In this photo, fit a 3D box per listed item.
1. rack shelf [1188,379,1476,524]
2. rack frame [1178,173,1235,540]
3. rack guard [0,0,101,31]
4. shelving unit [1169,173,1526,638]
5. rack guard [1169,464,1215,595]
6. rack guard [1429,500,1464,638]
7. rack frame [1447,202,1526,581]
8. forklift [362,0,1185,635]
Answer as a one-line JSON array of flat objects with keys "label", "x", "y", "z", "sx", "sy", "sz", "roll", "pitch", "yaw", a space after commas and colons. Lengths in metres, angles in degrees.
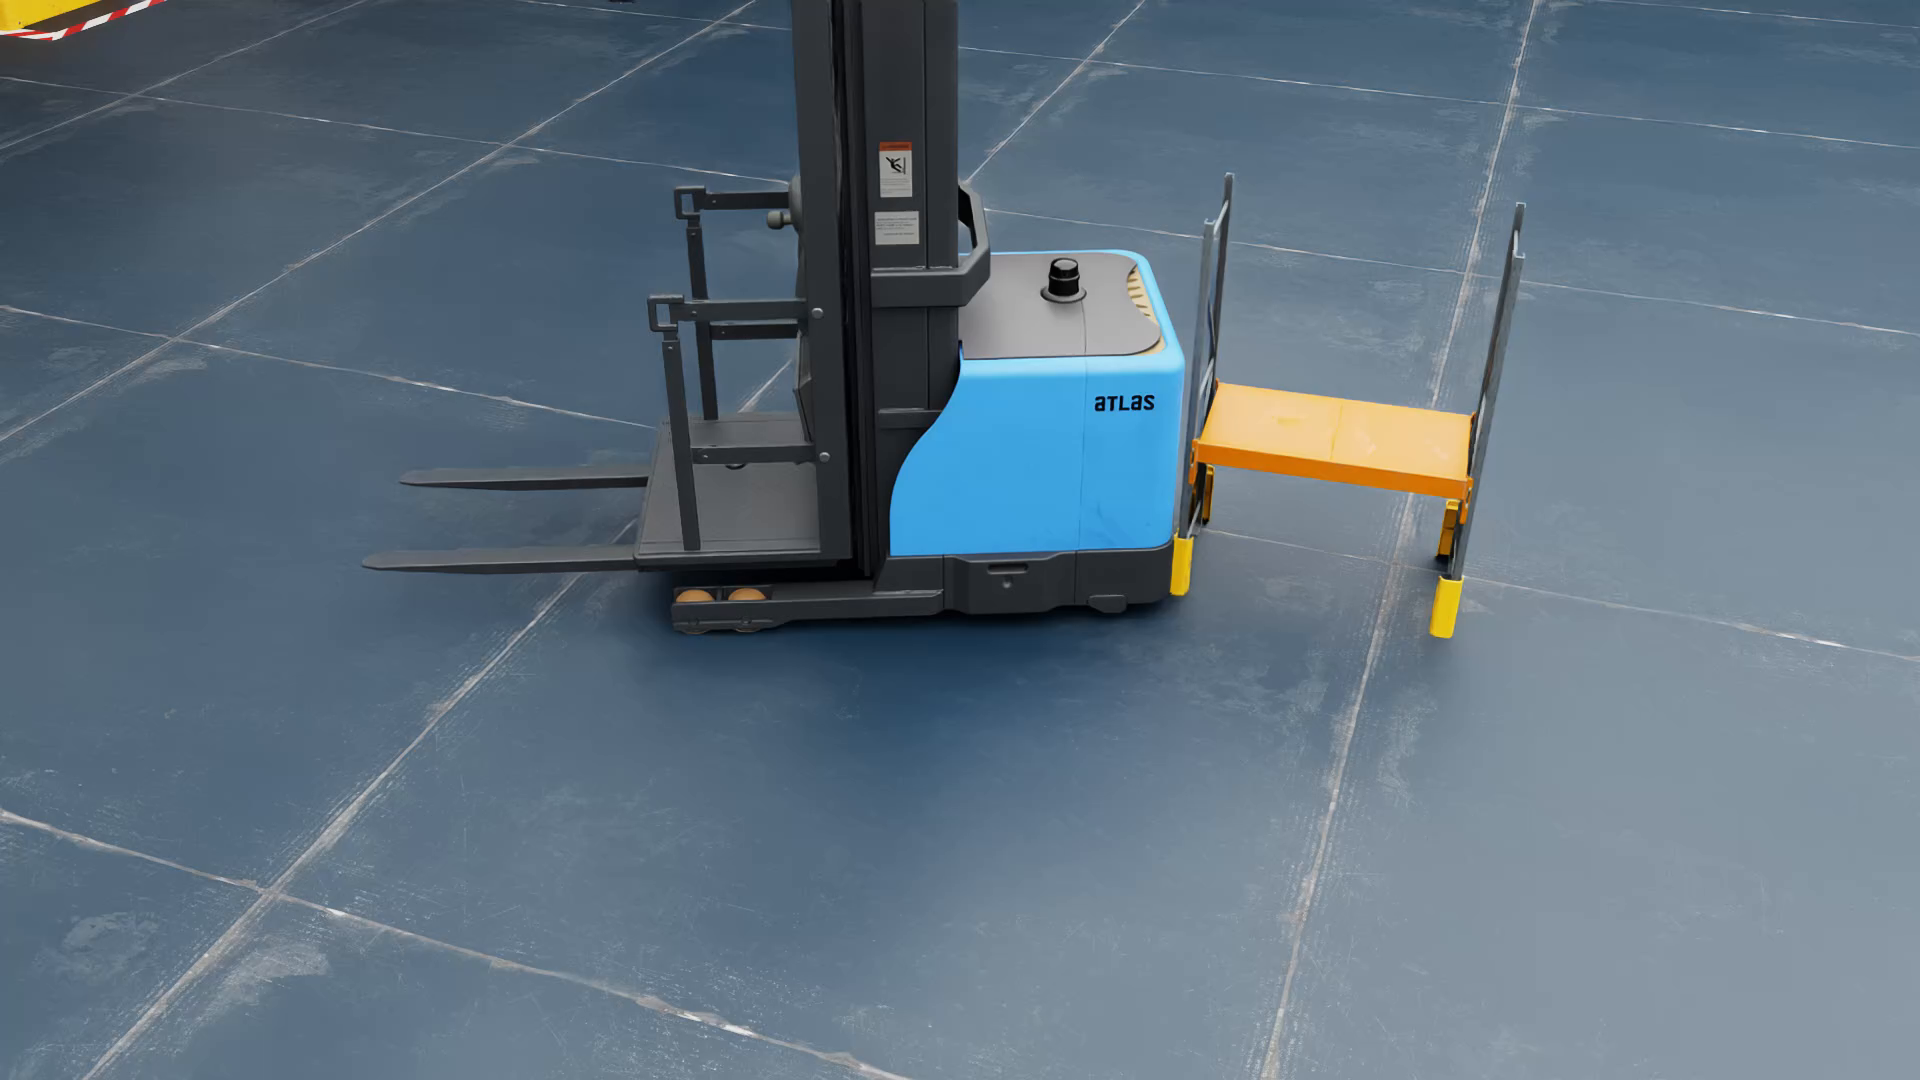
[{"label": "rack shelf", "x": 1.403, "y": -0.345, "z": 6.234, "sx": 1.000, "sy": 0.185, "sz": 0.538, "roll": 9, "pitch": 34, "yaw": 14}, {"label": "rack frame", "x": 0.915, "y": -0.574, "z": 6.257, "sx": 0.032, "sy": 1.500, "sz": 0.500, "roll": 9, "pitch": 34, "yaw": 14}, {"label": "rack guard", "x": -7.280, "y": -4.459, "z": 13.195, "sx": 0.348, "sy": 0.500, "sz": 1.175, "roll": 11, "pitch": 34, "yaw": 16}, {"label": "shelving unit", "x": 1.394, "y": -0.498, "z": 6.138, "sx": 1.083, "sy": 1.500, "sz": 0.587, "roll": 9, "pitch": 34, "yaw": 14}, {"label": "rack guard", "x": 0.916, "y": -0.049, "z": 6.595, "sx": 0.087, "sy": 0.250, "sz": 0.587, "roll": 9, "pitch": 34, "yaw": 14}, {"label": "rack guard", "x": 1.872, "y": 0.103, "z": 6.359, "sx": 0.087, "sy": 0.250, "sz": 0.587, "roll": 9, "pitch": 34, "yaw": 14}, {"label": "rack frame", "x": 1.890, "y": -0.419, "z": 6.016, "sx": 0.032, "sy": 1.500, "sz": 0.500, "roll": 9, "pitch": 34, "yaw": 14}, {"label": "forklift", "x": -0.736, "y": -1.174, "z": 5.866, "sx": 3.031, "sy": 2.935, "sz": 1.130, "roll": -2, "pitch": 33, "yaw": -3}]
